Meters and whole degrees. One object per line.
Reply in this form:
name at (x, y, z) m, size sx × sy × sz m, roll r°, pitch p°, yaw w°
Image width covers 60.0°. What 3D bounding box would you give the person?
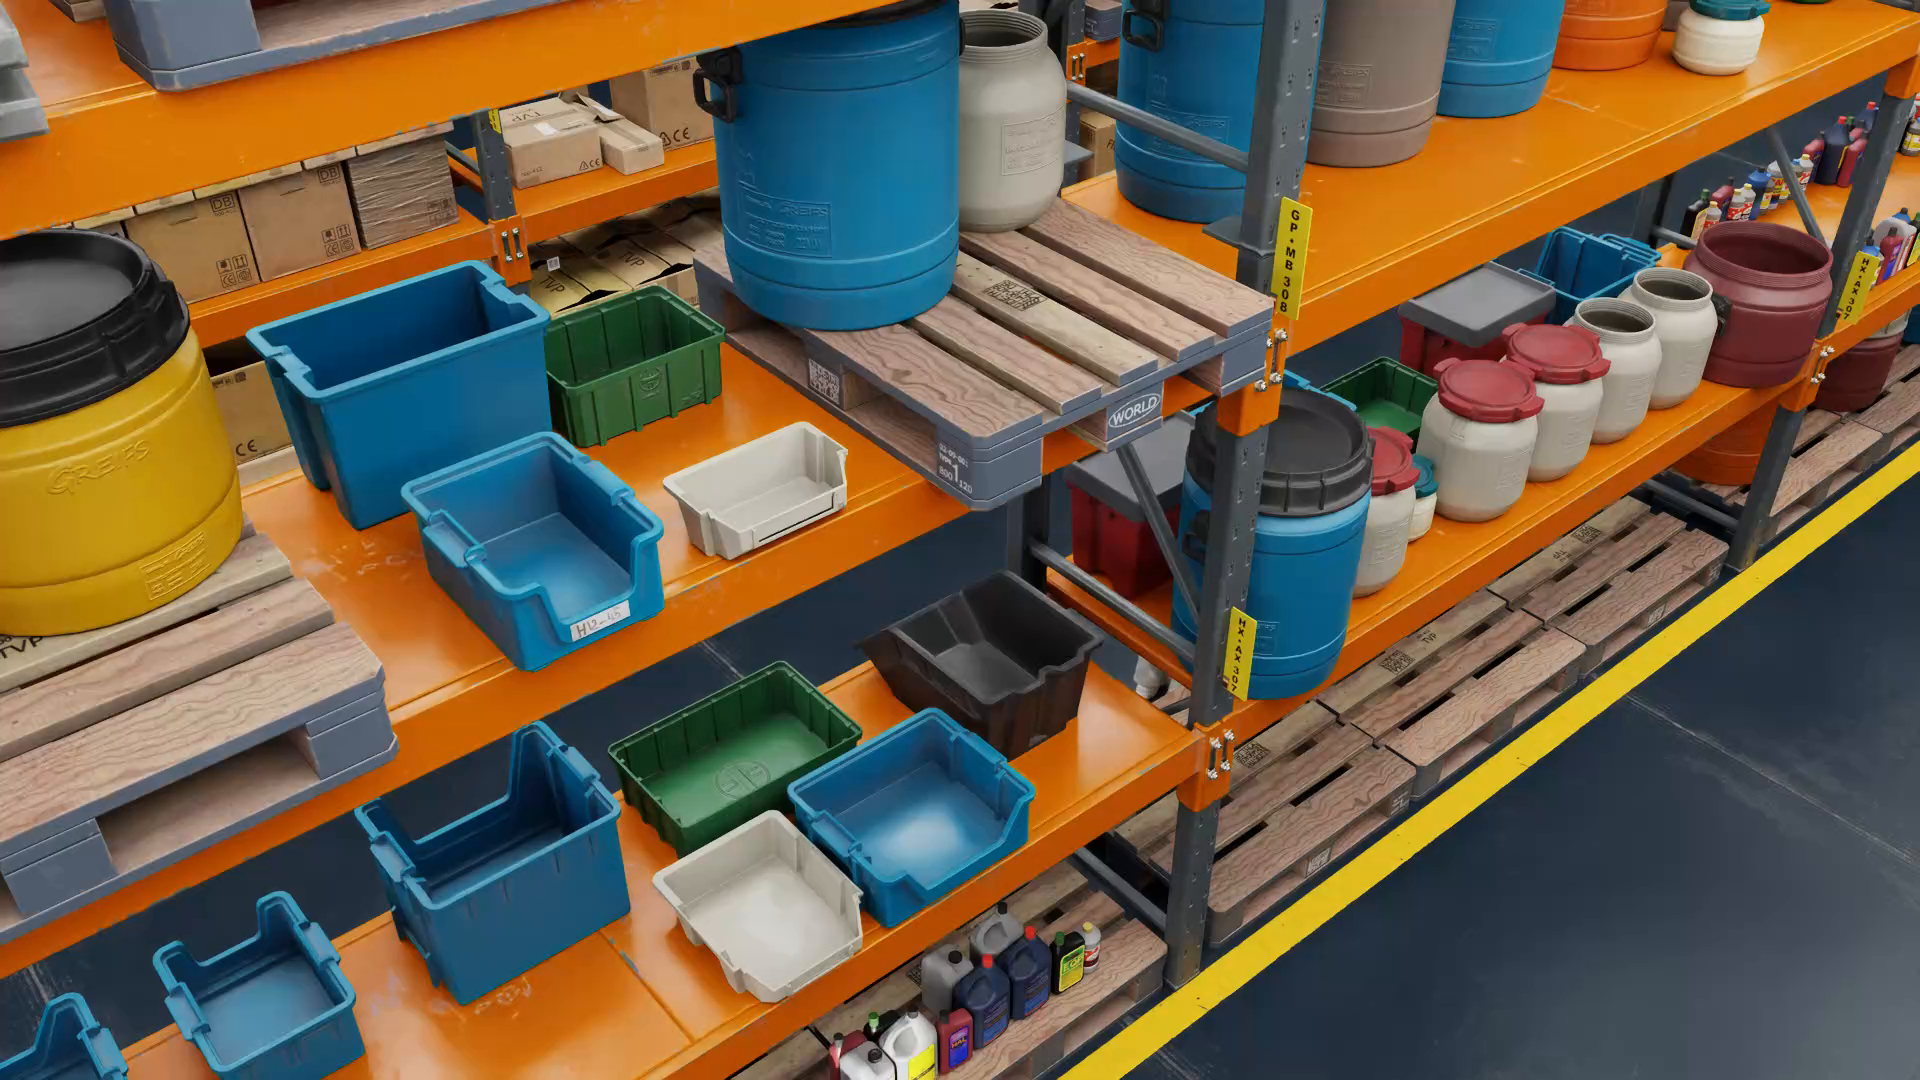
person at (0.949, 0.027, 7.050) m, size 0.349 × 1.669 × 0.444 m, roll -25°, pitch 43°, yaw -31°
